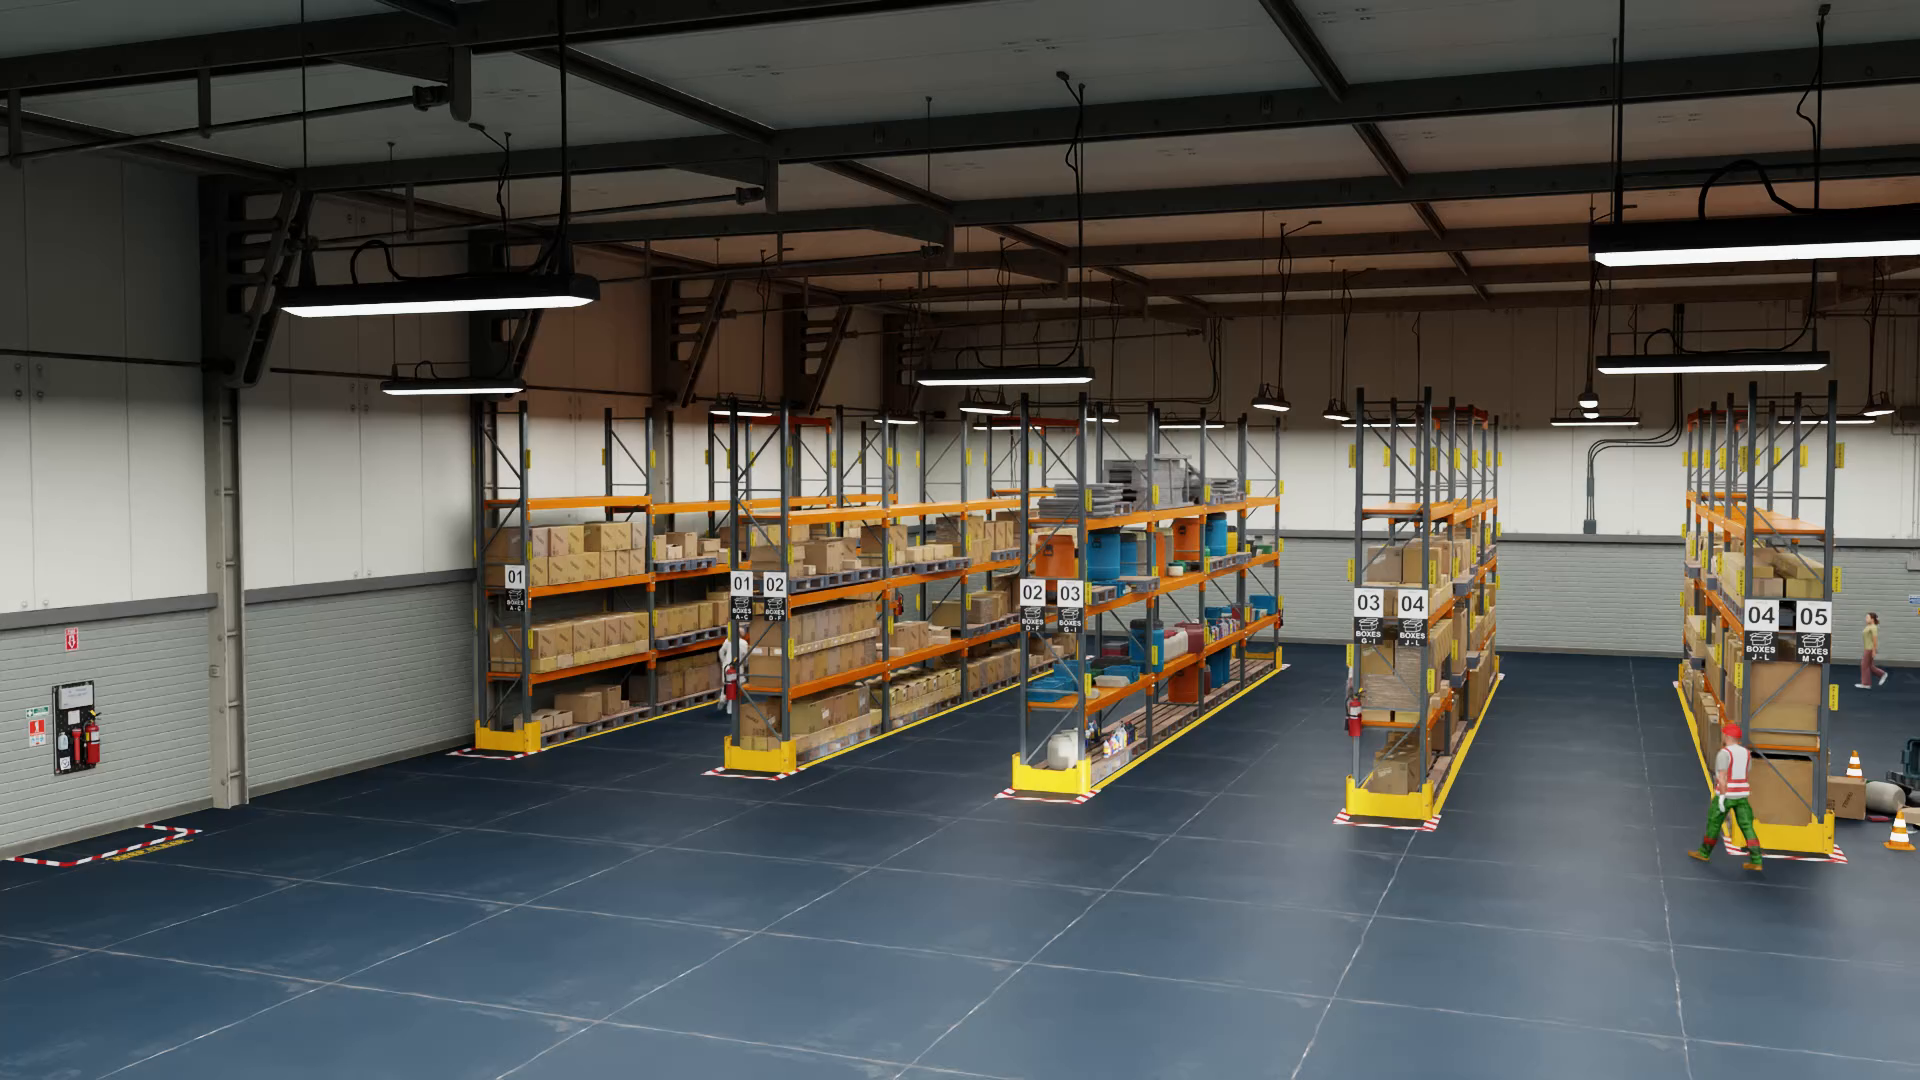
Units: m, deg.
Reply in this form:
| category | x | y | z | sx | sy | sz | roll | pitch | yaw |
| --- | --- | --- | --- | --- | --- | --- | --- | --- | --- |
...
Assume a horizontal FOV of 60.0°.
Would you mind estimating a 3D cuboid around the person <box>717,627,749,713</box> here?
| category | x | y | z | sx | sy | sz | roll | pitch | yaw |
| --- | --- | --- | --- | --- | --- | --- | --- | --- | --- |
| person | -4.453 | 2.565 | 32.941 | 0.705 | 1.679 | 0.778 | 1 | 3 | 23 |

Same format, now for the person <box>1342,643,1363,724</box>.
| category | x | y | z | sx | sy | sz | roll | pitch | yaw |
| --- | --- | --- | --- | --- | --- | --- | --- | --- | --- |
| person | 7.445 | 2.705 | 31.160 | 0.409 | 1.585 | 0.735 | 0 | 3 | 1 |

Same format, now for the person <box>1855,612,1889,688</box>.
| category | x | y | z | sx | sy | sz | roll | pitch | yaw |
| --- | --- | --- | --- | --- | --- | --- | --- | --- | --- |
| person | 19.862 | 2.397 | 36.181 | 0.663 | 1.654 | 0.458 | 1 | 3 | 20 |

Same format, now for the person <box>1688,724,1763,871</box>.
| category | x | y | z | sx | sy | sz | roll | pitch | yaw |
| --- | --- | --- | --- | --- | --- | --- | --- | --- | --- |
| person | 9.415 | 3.112 | 20.341 | 0.531 | 1.737 | 1.010 | -1 | 3 | -14 |
